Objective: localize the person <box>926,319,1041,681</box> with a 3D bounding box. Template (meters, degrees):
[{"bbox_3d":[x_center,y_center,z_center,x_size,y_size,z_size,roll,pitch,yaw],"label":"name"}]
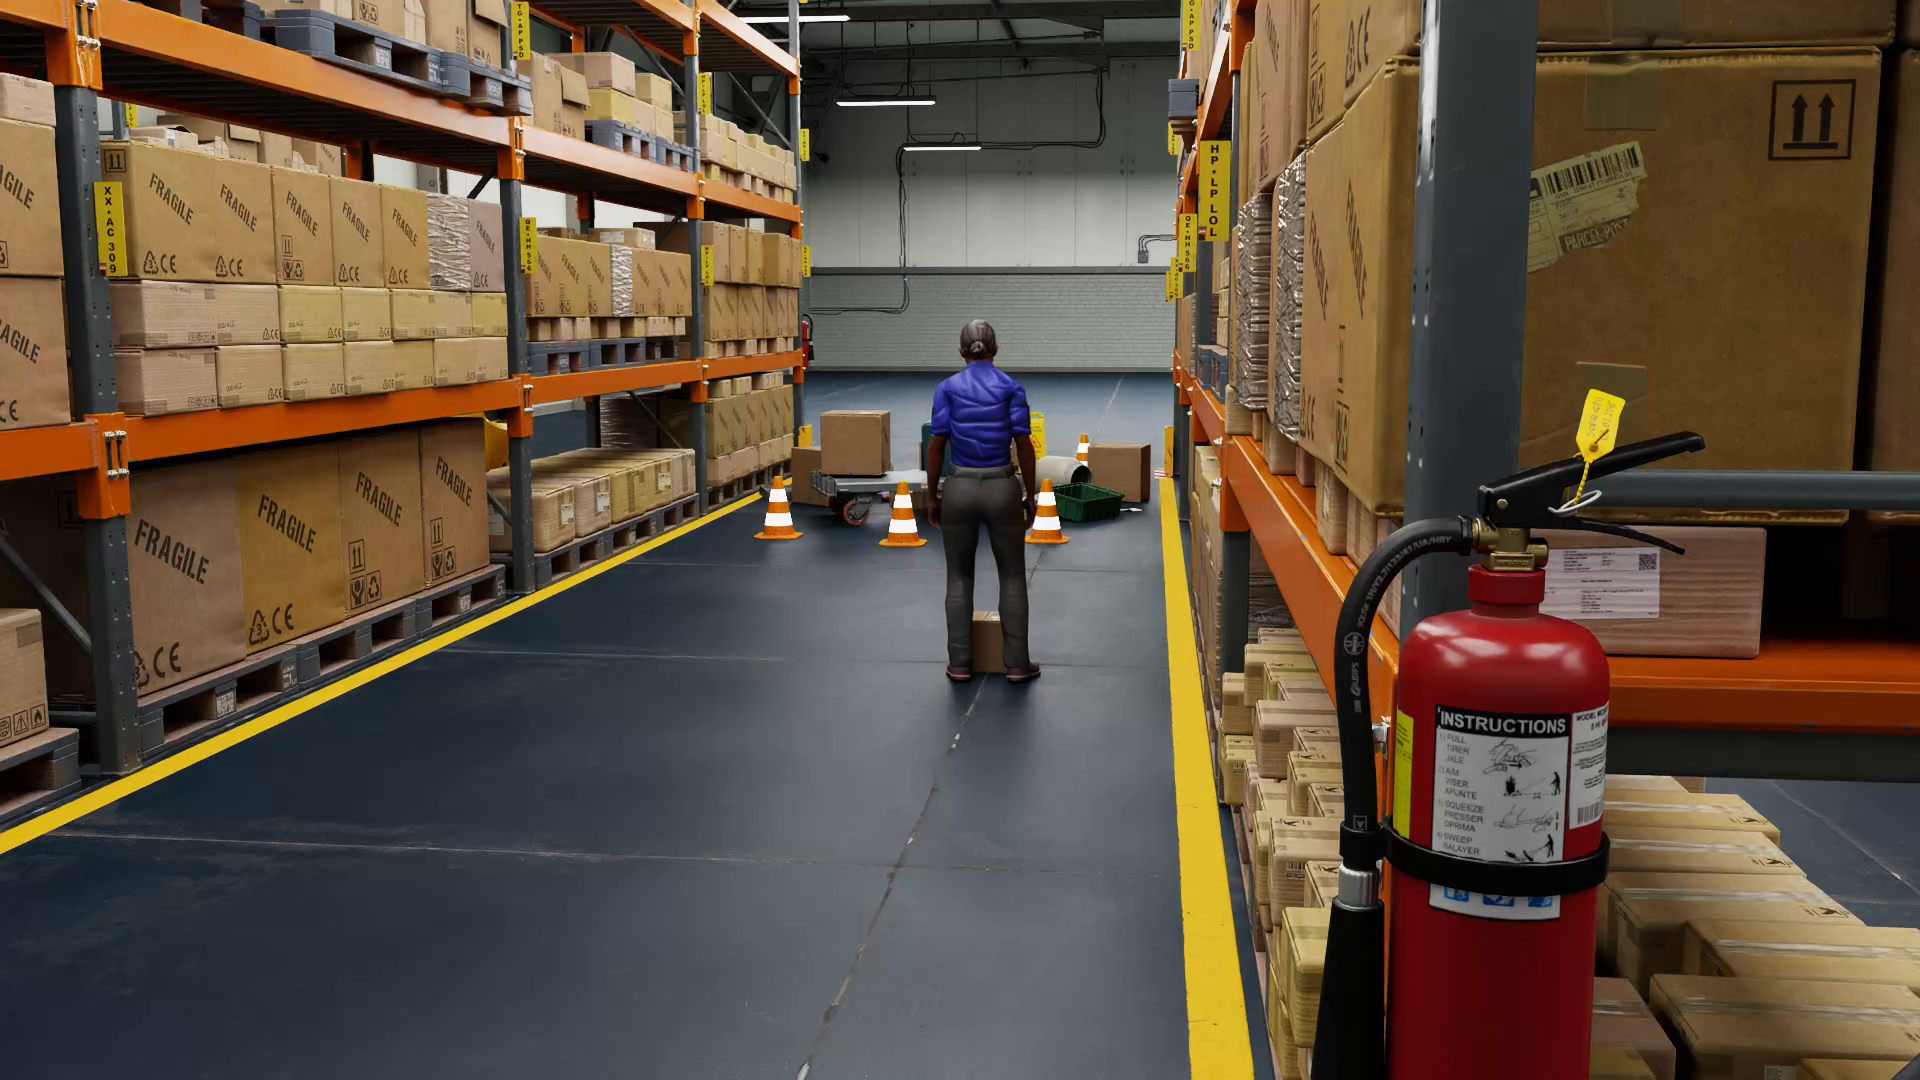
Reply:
[{"bbox_3d":[0.111,-0.179,7.637,0.527,1.655,0.348,1,8,4],"label":"person"}]
